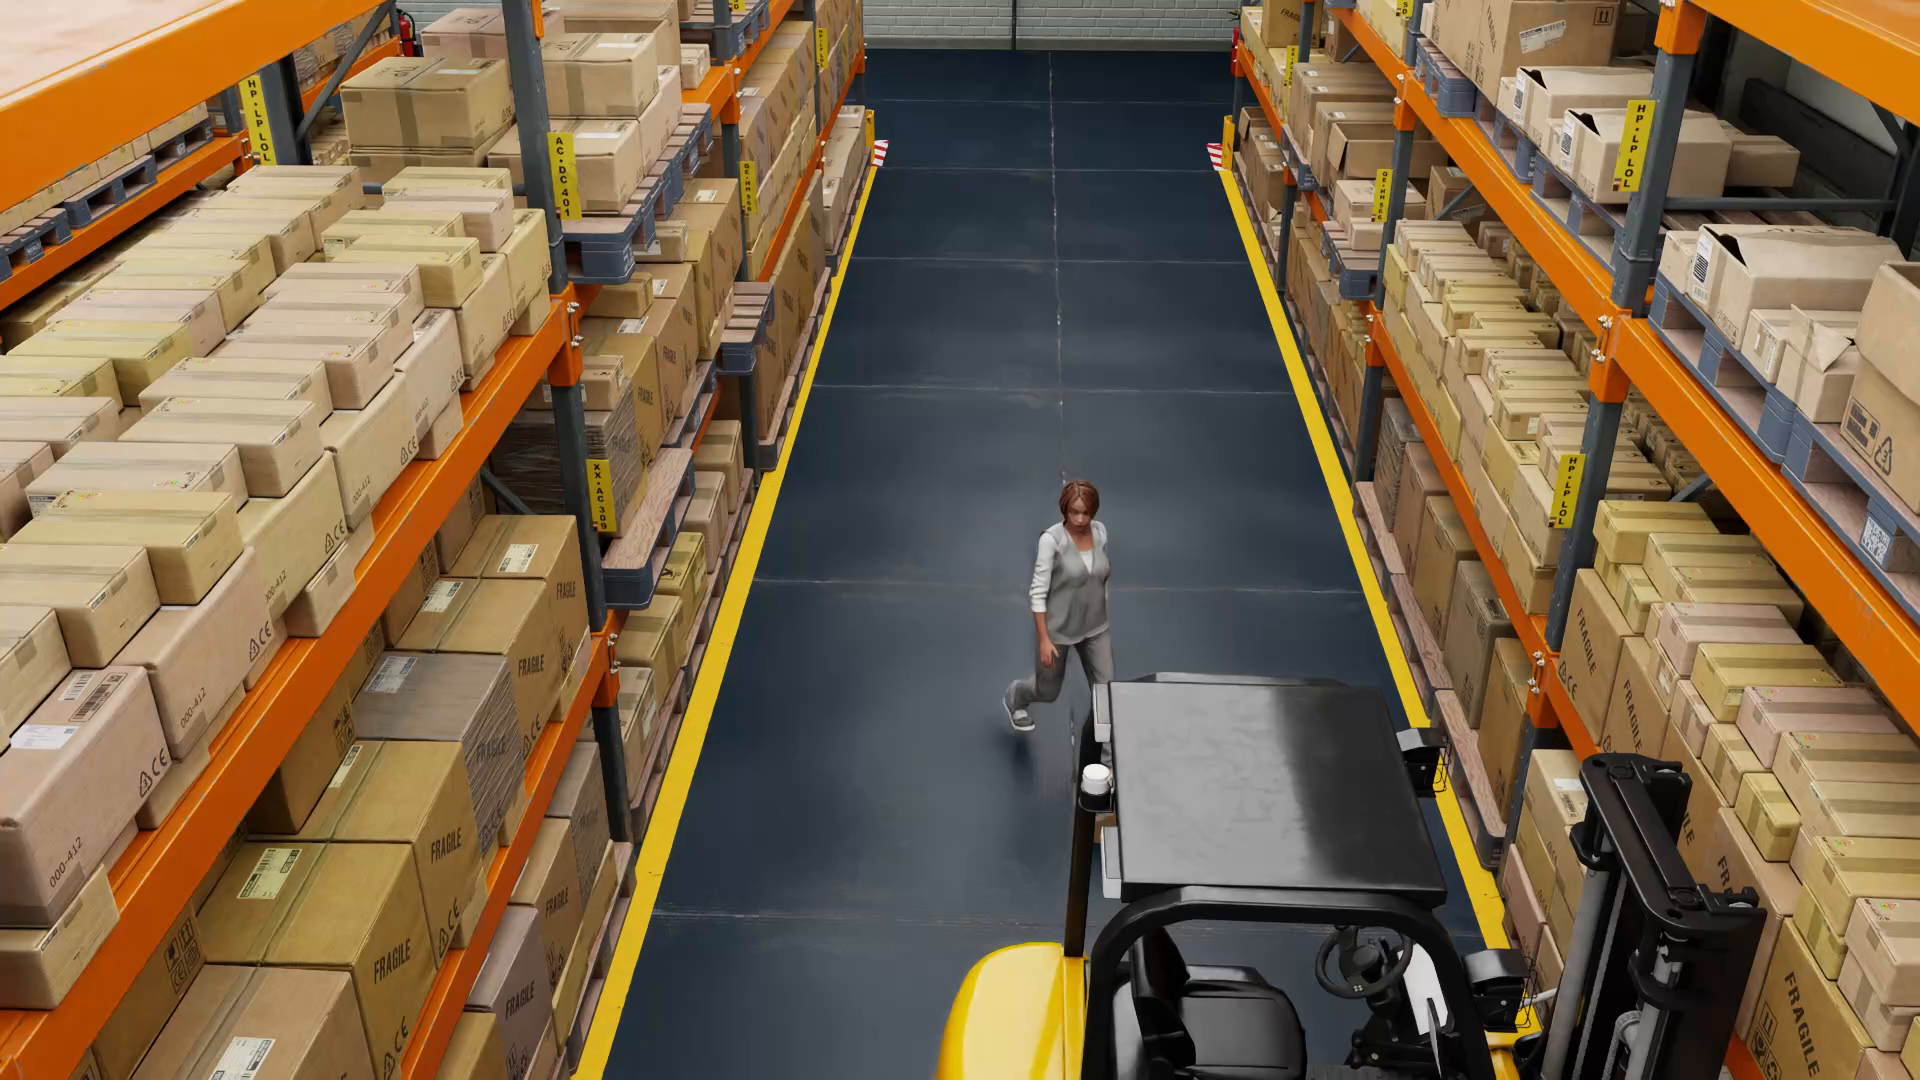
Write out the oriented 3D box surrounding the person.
[{"bbox_3d":[0.568,0.443,8.058,0.453,1.540,0.943,-12,30,-20],"label":"person"}]
